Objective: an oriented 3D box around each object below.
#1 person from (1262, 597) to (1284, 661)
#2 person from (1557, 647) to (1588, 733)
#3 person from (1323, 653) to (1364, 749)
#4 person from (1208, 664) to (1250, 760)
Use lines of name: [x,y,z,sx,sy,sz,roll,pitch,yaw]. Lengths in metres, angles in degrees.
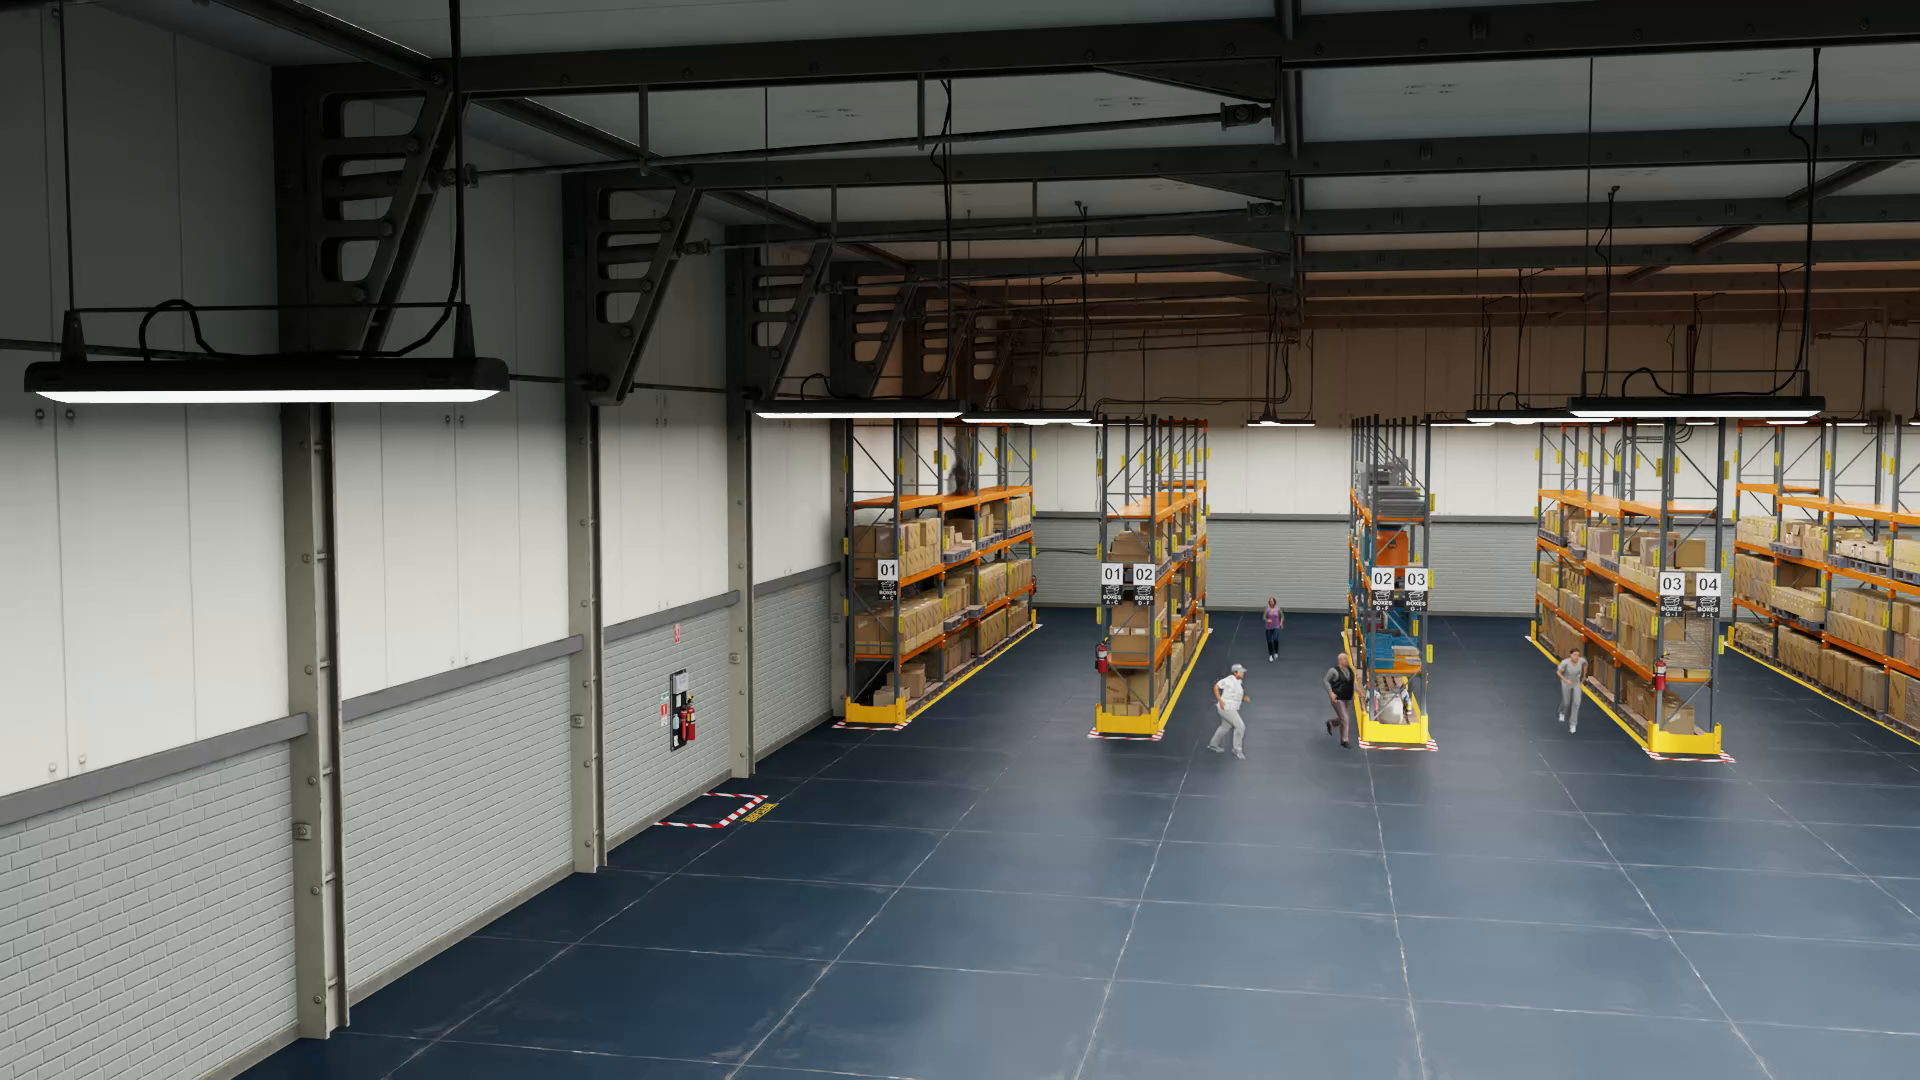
person: [7.699,2.195,40.913,0.512,1.570,0.636,1,4,14]
person: [11.681,2.823,31.845,0.601,1.624,1.004,0,4,2]
person: [6.857,2.881,30.119,0.647,1.696,0.830,-2,4,-28]
person: [4.664,2.982,29.056,0.802,1.669,0.642,2,5,33]
